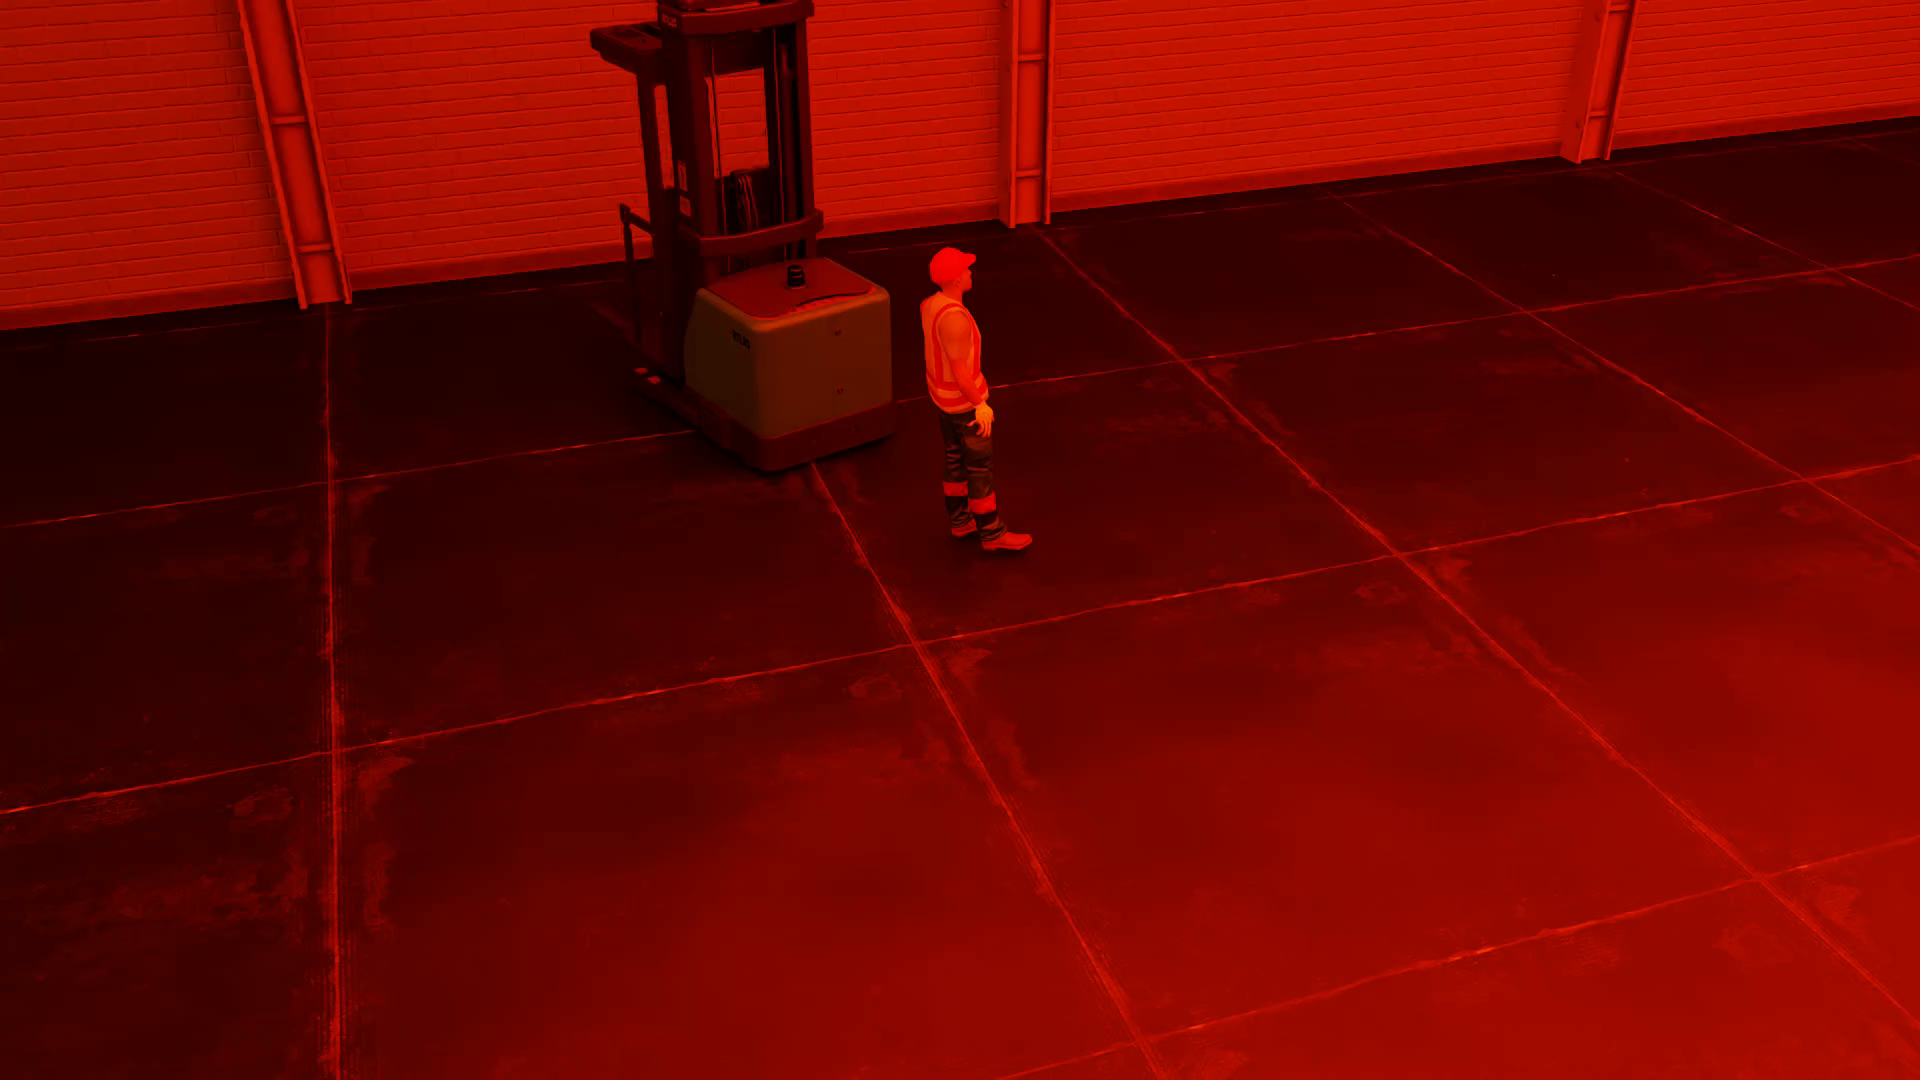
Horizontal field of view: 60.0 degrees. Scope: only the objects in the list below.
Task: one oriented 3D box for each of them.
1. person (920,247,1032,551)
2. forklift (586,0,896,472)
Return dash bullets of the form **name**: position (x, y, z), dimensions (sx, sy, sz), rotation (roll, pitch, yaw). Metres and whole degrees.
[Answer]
- **person**: position (0.080, -0.824, 9.568), dimensions (0.563, 1.788, 0.638), rotation (-10, 31, -16)
- **forklift**: position (-1.707, -2.387, 11.236), dimensions (1.130, 2.935, 3.031), rotation (-20, 36, -31)
